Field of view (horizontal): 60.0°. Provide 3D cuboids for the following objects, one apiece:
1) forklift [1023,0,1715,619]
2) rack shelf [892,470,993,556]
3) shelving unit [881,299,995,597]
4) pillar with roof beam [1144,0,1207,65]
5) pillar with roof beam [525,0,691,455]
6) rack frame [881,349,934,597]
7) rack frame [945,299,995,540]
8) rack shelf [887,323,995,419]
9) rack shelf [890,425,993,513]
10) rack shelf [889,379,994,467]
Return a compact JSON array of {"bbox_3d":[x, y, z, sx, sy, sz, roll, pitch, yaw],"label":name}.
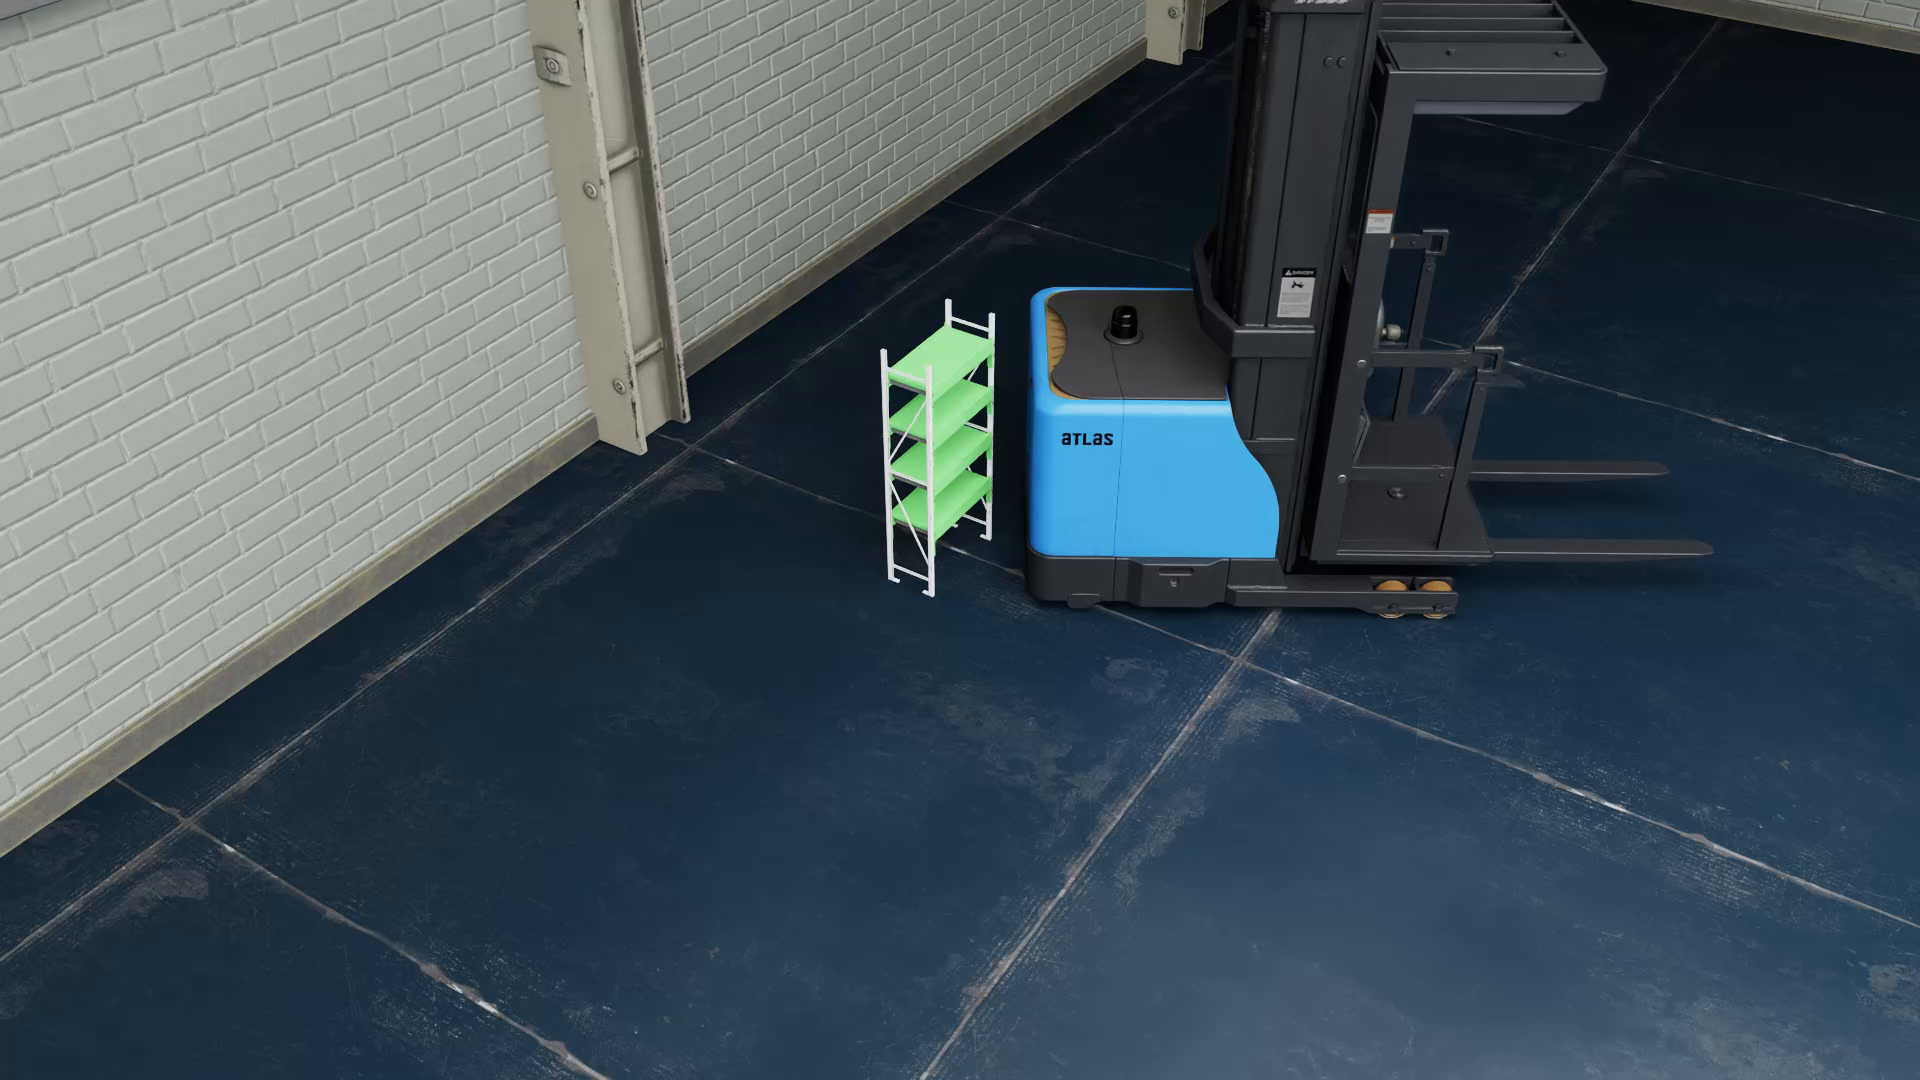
[{"bbox_3d":[1.811,-1.145,6.835,3.031,2.935,1.130,0,38,1],"label":"forklift"},{"bbox_3d":[-0.089,-0.149,7.459,0.258,0.148,0.480,21,42,25],"label":"rack shelf"},{"bbox_3d":[-0.089,-0.390,7.273,0.258,1.200,0.503,21,42,25],"label":"shelving unit"},{"bbox_3d":[5.233,-5.822,7.932,9.100,9.000,0.400,21,42,25],"label":"pillar with roof beam"},{"bbox_3d":[2.018,-2.729,3.919,9.100,9.000,0.400,21,42,25],"label":"pillar with roof beam"},{"bbox_3d":[-0.219,-0.264,7.110,0.240,1.200,0.015,21,42,25],"label":"rack frame"},{"bbox_3d":[0.042,-0.516,7.436,0.240,1.200,0.015,21,42,25],"label":"rack frame"},{"bbox_3d":[-0.089,-0.719,7.019,0.258,0.148,0.480,21,42,25],"label":"rack shelf"},{"bbox_3d":[-0.089,-0.339,7.312,0.258,0.148,0.480,21,42,25],"label":"rack shelf"},{"bbox_3d":[-0.089,-0.529,7.165,0.258,0.148,0.480,21,42,25],"label":"rack shelf"}]
